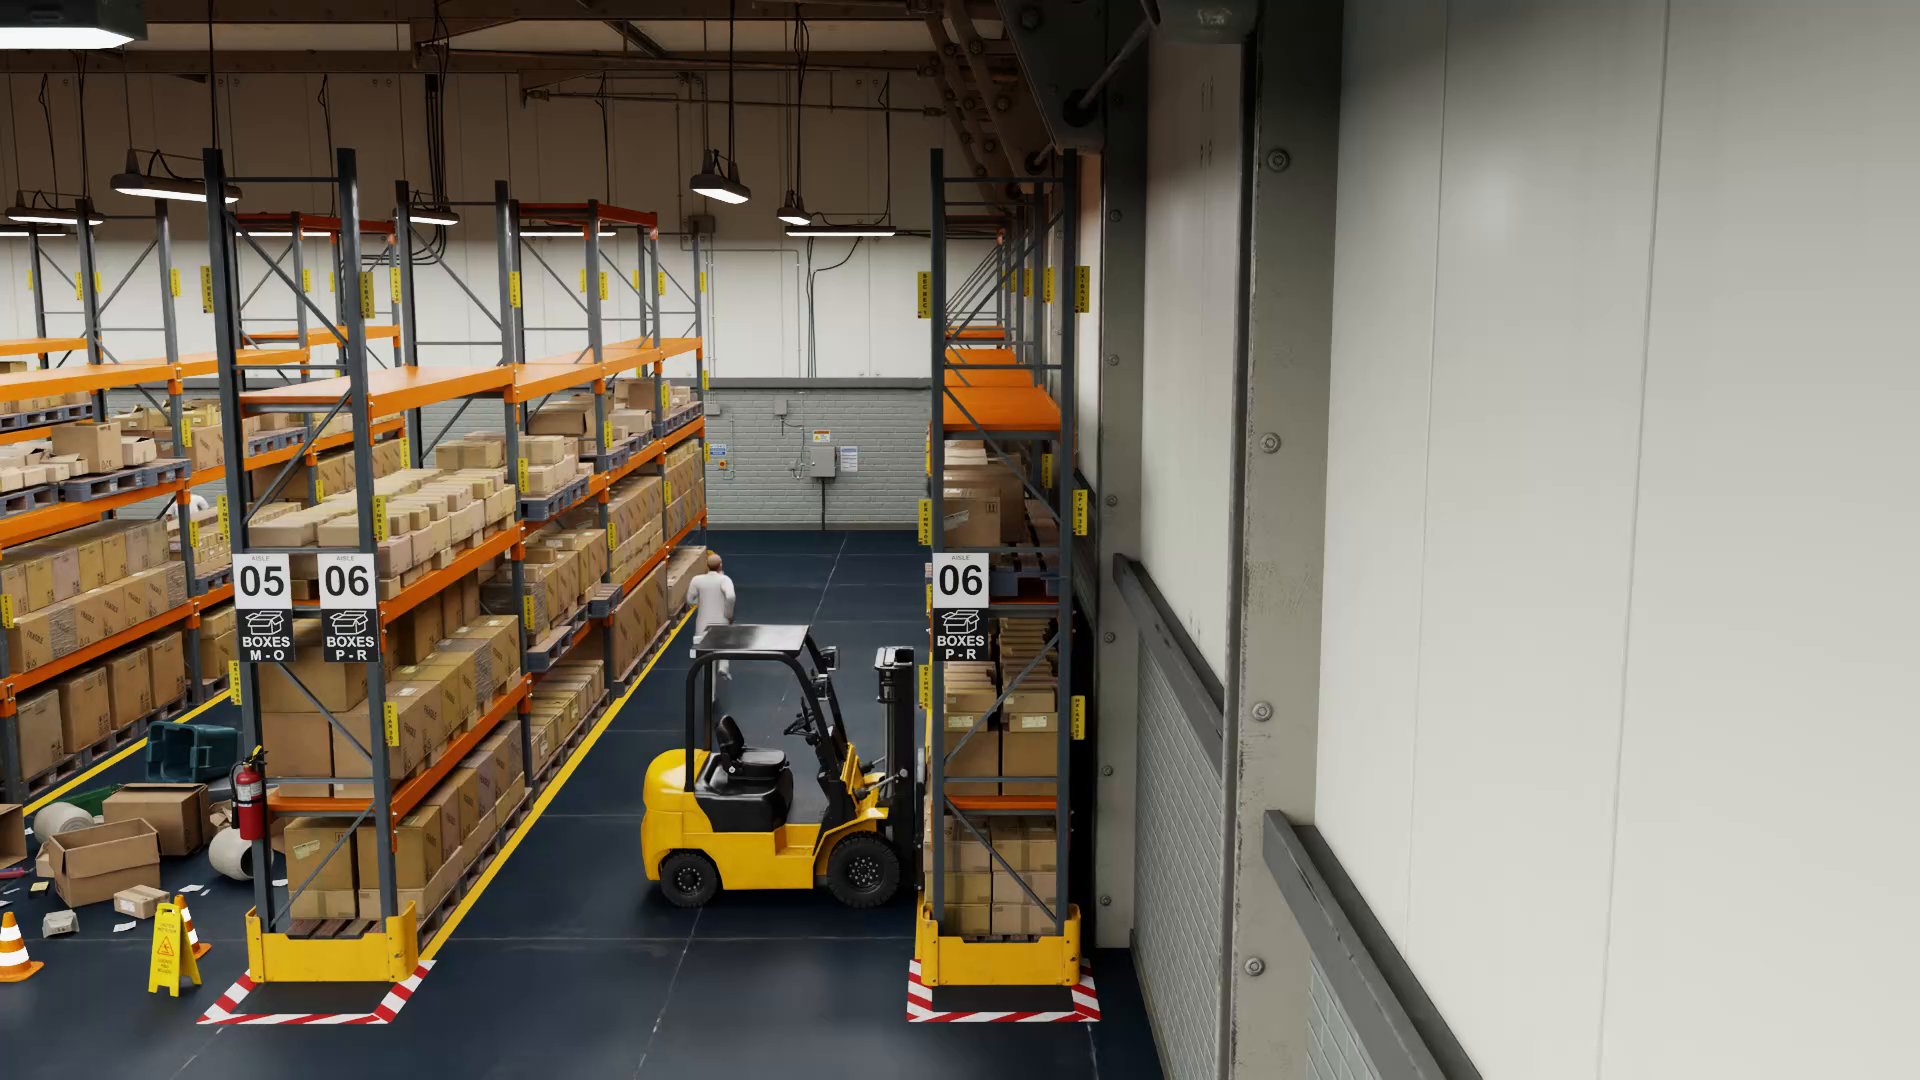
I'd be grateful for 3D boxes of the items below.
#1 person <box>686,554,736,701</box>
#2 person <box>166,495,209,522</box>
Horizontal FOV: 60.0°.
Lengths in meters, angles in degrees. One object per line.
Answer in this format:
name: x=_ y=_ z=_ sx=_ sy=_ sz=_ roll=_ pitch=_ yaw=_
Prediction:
person: x=-2.994 y=1.051 z=20.130 sx=0.665 sy=1.758 sz=0.873 roll=0 pitch=9 yaw=3
person: x=-13.032 y=-0.164 z=28.147 sx=0.700 sy=1.688 sz=0.552 roll=-5 pitch=10 yaw=-27
